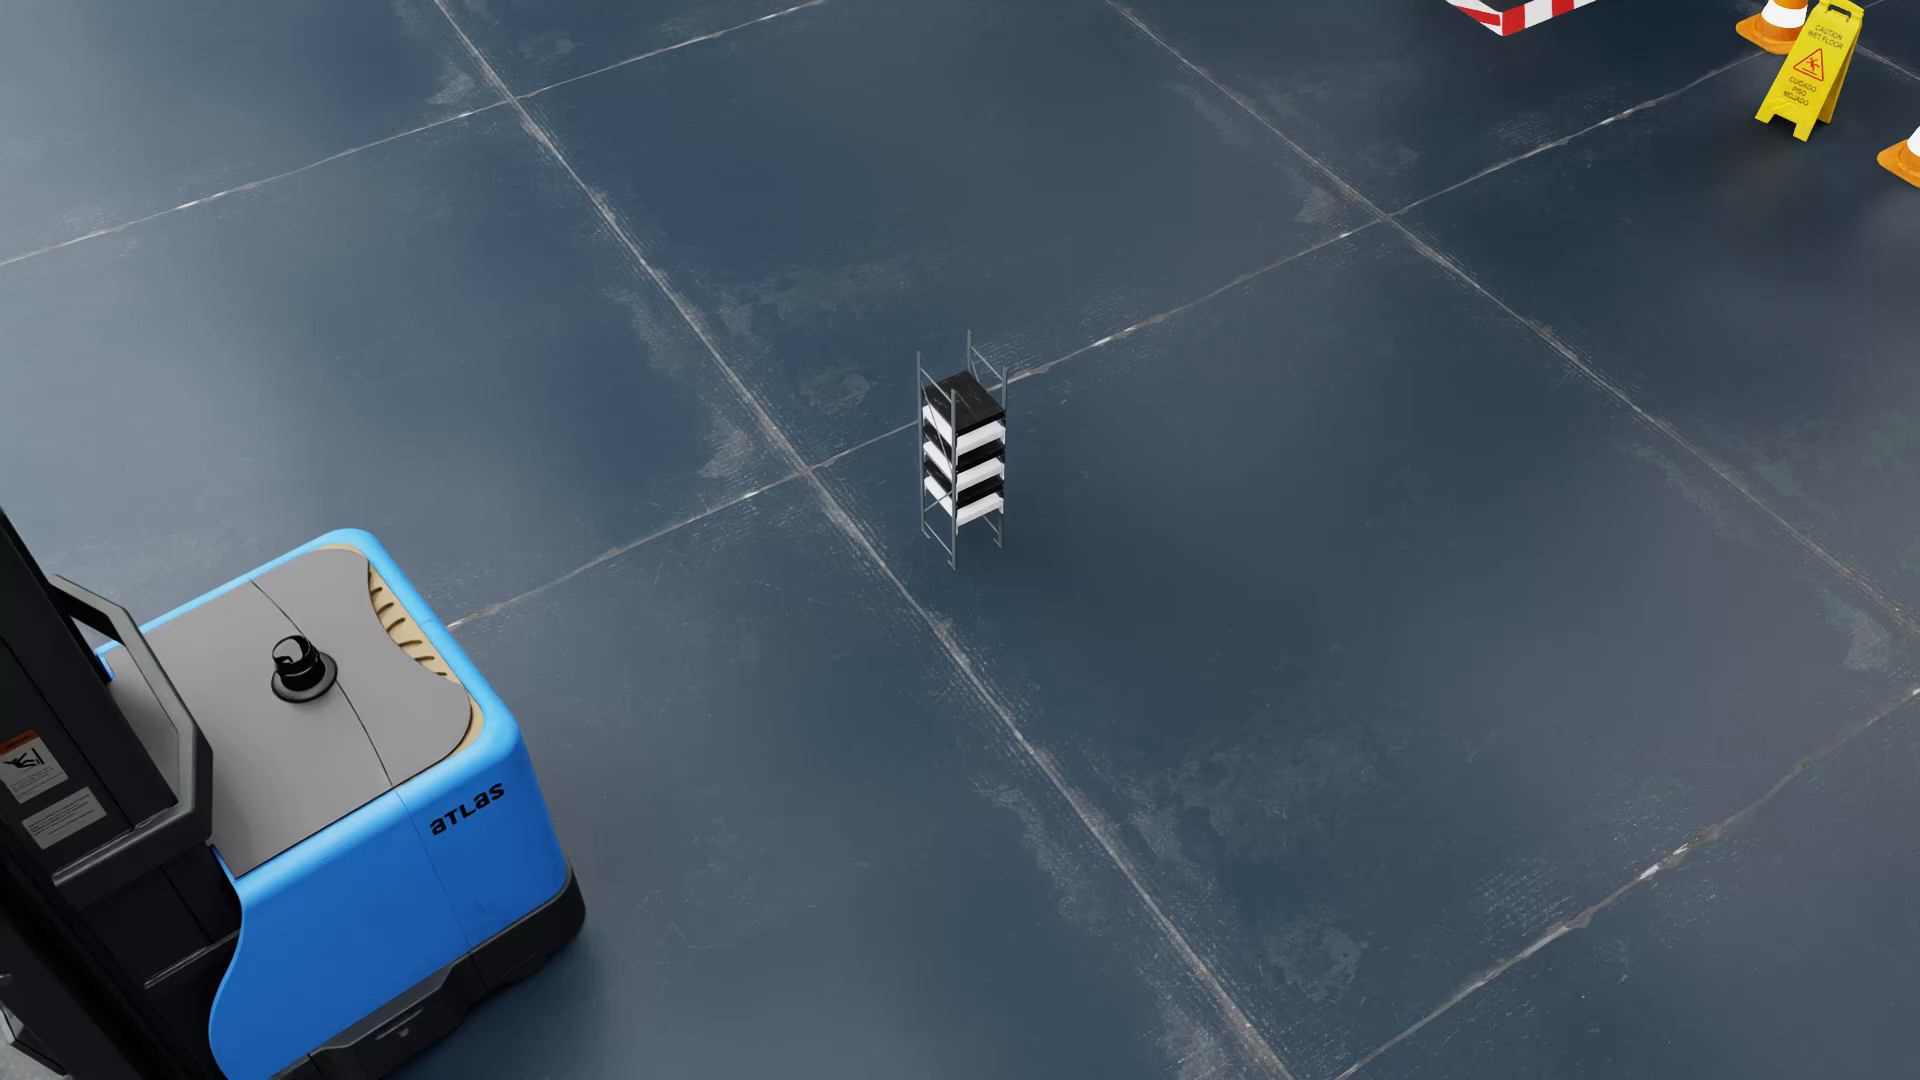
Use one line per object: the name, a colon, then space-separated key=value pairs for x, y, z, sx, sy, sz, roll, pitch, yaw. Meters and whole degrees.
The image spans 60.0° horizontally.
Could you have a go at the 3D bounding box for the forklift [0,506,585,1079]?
forklift: x=-2.618 y=0.651 z=3.707 sx=3.031 sy=2.935 sz=1.130 roll=-31 pitch=55 yaw=-25

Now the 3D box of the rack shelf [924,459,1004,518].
rack shelf: x=0.007 y=-0.220 z=6.009 sx=0.200 sy=0.077 sz=0.258 roll=-25 pitch=53 yaw=-21

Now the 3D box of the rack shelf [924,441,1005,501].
rack shelf: x=0.007 y=-0.280 z=5.942 sx=0.200 sy=0.077 sz=0.258 roll=-25 pitch=53 yaw=-21

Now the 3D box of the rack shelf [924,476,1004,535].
rack shelf: x=0.007 y=-0.161 z=6.076 sx=0.200 sy=0.077 sz=0.258 roll=-25 pitch=53 yaw=-21

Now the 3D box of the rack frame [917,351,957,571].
rack frame: x=-0.079 y=-0.262 z=5.881 sx=0.006 sy=0.900 sz=0.240 roll=-25 pitch=53 yaw=-21

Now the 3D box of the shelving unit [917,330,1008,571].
shelving unit: x=0.007 y=-0.302 z=5.917 sx=0.210 sy=0.900 sz=0.258 roll=-25 pitch=53 yaw=-21

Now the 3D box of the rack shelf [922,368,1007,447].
rack shelf: x=0.007 y=-0.460 z=5.740 sx=0.200 sy=0.077 sz=0.258 roll=-25 pitch=53 yaw=-21

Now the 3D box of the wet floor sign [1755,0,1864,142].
wet floor sign: x=4.034 y=-2.247 z=7.819 sx=0.232 sy=0.644 sz=0.267 roll=-34 pitch=57 yaw=-27

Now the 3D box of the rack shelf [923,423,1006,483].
rack shelf: x=0.007 y=-0.340 z=5.874 sx=0.200 sy=0.077 sz=0.258 roll=-25 pitch=53 yaw=-21

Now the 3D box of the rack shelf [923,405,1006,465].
rack shelf: x=0.007 y=-0.400 z=5.807 sx=0.200 sy=0.077 sz=0.258 roll=-25 pitch=53 yaw=-21

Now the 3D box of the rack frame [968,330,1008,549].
rack frame: x=0.093 y=-0.343 z=5.953 sx=0.006 sy=0.900 sz=0.240 roll=-25 pitch=53 yaw=-21

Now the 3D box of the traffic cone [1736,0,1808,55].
traffic cone: x=4.209 y=-2.763 z=8.400 sx=0.334 sy=0.463 sz=0.336 roll=-25 pitch=53 yaw=-21

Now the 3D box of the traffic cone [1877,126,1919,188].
traffic cone: x=4.524 y=-1.914 z=7.644 sx=0.334 sy=0.463 sz=0.336 roll=-25 pitch=53 yaw=-21
